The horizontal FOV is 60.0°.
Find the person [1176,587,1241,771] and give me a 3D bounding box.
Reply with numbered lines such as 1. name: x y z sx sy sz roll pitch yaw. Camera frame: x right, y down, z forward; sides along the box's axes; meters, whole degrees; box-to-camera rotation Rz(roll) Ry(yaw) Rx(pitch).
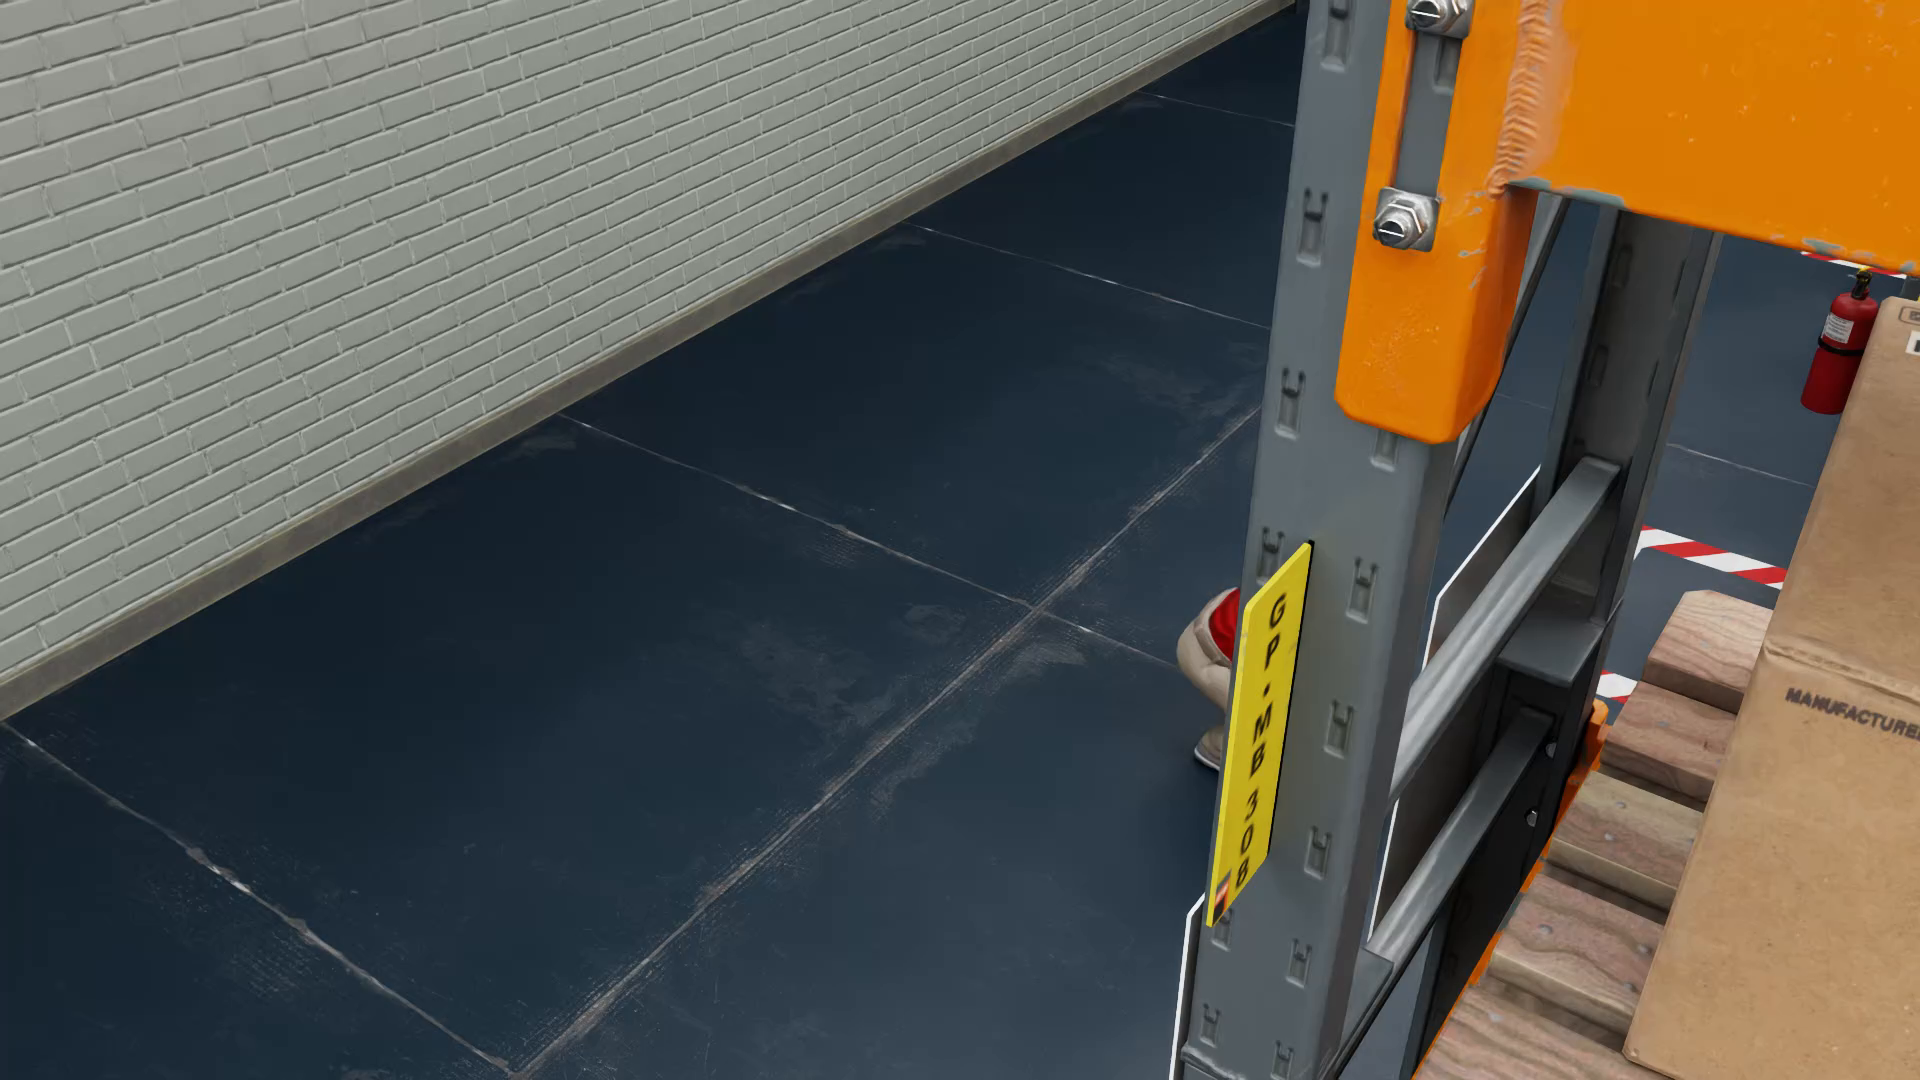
1. person: 1.247 0.453 6.157 0.866 0.996 0.537 20 39 27
